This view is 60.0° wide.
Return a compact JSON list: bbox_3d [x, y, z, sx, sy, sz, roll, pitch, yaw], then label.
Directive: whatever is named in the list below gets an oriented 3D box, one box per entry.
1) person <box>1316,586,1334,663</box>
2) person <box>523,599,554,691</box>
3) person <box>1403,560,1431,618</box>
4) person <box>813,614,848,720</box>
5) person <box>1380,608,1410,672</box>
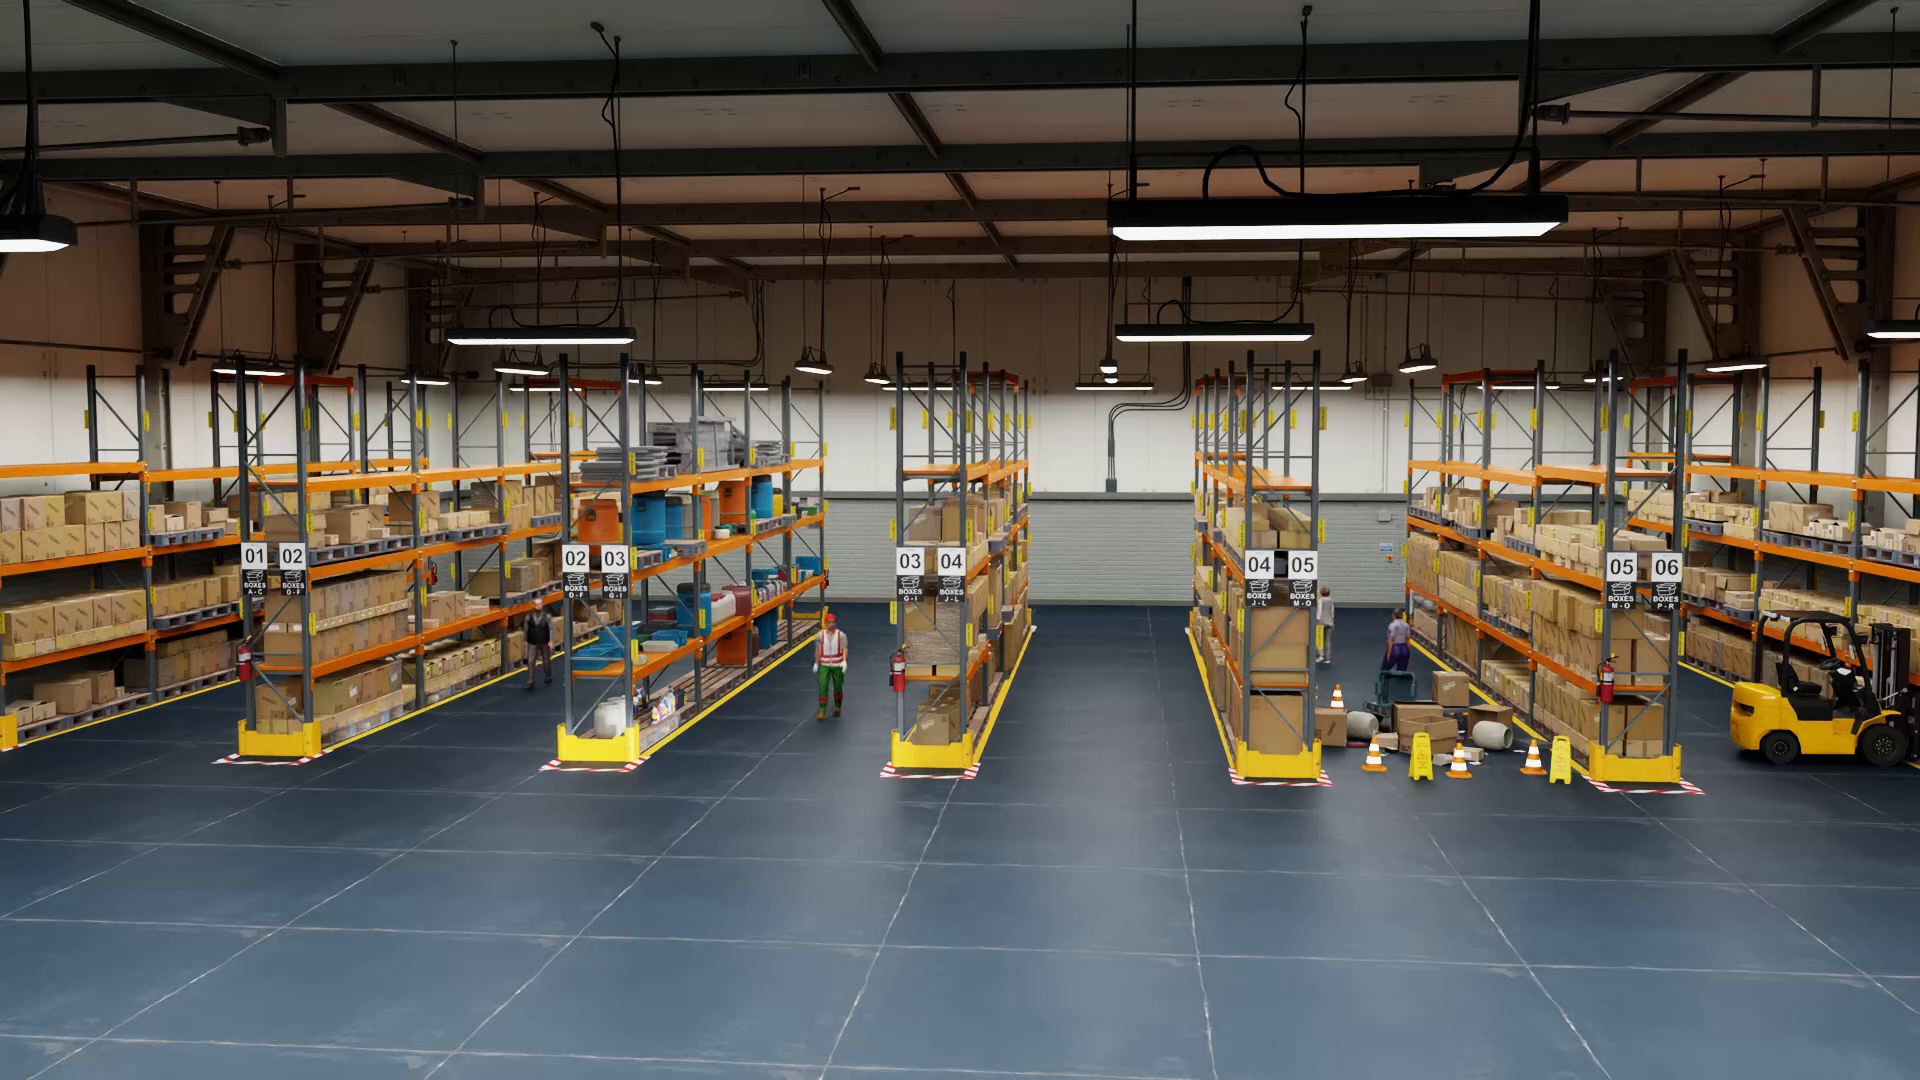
[{"bbox_3d":[7.563,1.763,34.473,0.446,1.614,0.371,-2,4,-21],"label":"person"},{"bbox_3d":[-7.907,1.941,31.130,0.615,1.659,1.079,0,4,-4],"label":"person"},{"bbox_3d":[11.644,1.195,42.567,0.984,1.551,0.578,-1,4,-14],"label":"person"},{"bbox_3d":[-2.197,2.112,28.047,0.613,1.719,1.050,0,4,1],"label":"person"},{"bbox_3d":[7.878,2.068,29.992,0.529,1.683,0.392,-2,4,-23],"label":"person"}]
